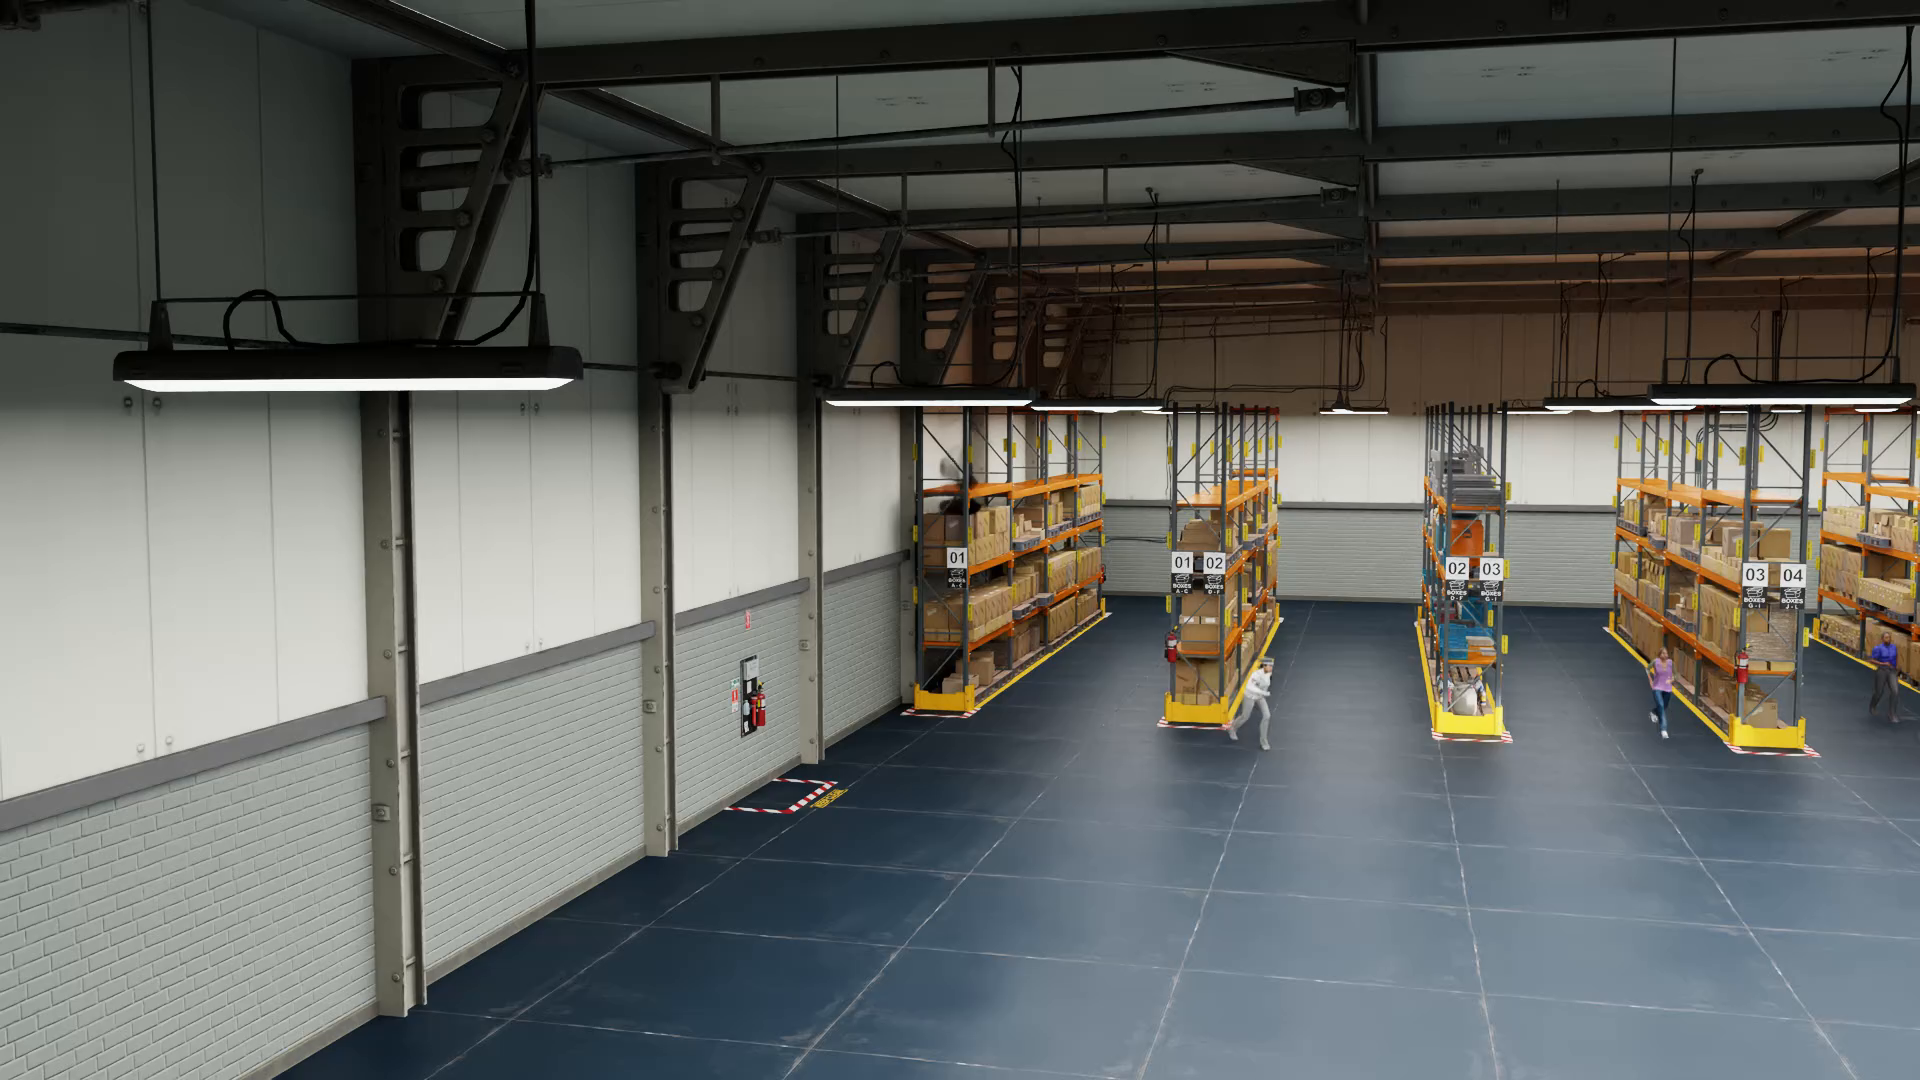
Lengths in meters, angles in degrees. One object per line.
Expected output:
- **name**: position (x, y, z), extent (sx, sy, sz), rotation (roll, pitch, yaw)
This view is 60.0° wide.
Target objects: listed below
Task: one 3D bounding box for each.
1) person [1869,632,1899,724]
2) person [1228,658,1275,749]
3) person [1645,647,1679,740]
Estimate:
- **person**: position (17.509, 2.580, 31.473), extent (0.584, 1.704, 0.837), rotation (0, 4, 6)
- **person**: position (5.090, 2.819, 29.012), extent (0.658, 1.622, 0.960), rotation (-4, 6, -41)
- **person**: position (12.667, 2.724, 30.009), extent (0.495, 1.616, 1.016), rotation (0, 4, 2)
